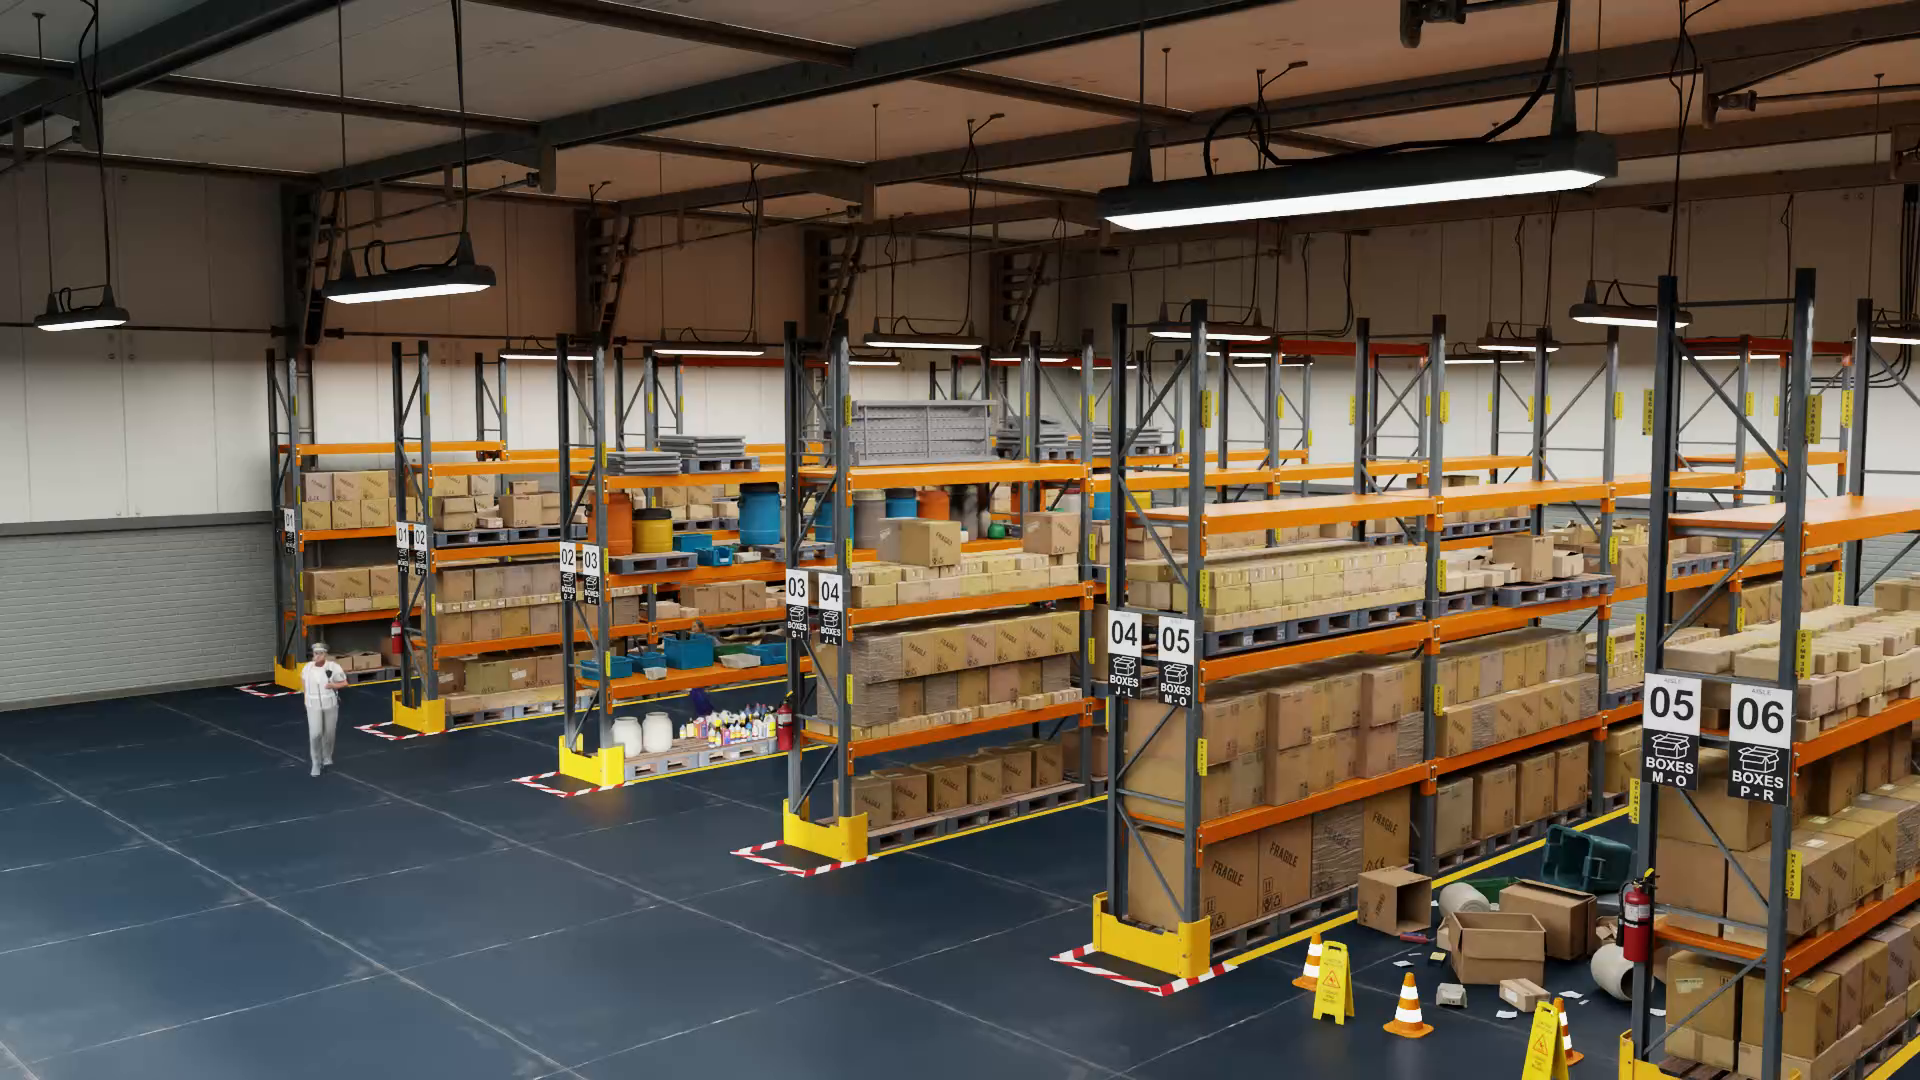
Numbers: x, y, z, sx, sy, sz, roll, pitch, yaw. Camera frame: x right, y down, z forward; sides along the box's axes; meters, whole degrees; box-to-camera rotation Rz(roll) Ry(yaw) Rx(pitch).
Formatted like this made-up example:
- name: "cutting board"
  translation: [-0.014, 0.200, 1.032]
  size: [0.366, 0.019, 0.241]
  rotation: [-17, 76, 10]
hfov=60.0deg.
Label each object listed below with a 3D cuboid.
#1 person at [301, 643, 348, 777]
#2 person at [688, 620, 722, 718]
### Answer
- name: "person"
  translation: [-8.743, 2.323, 22.880]
  size: [0.625, 1.864, 0.796]
  rotation: [-2, 5, -17]
- name: "person"
  translation: [-4.097, 2.106, 26.185]
  size: [0.613, 1.692, 0.711]
  rotation: [4, 7, 41]
